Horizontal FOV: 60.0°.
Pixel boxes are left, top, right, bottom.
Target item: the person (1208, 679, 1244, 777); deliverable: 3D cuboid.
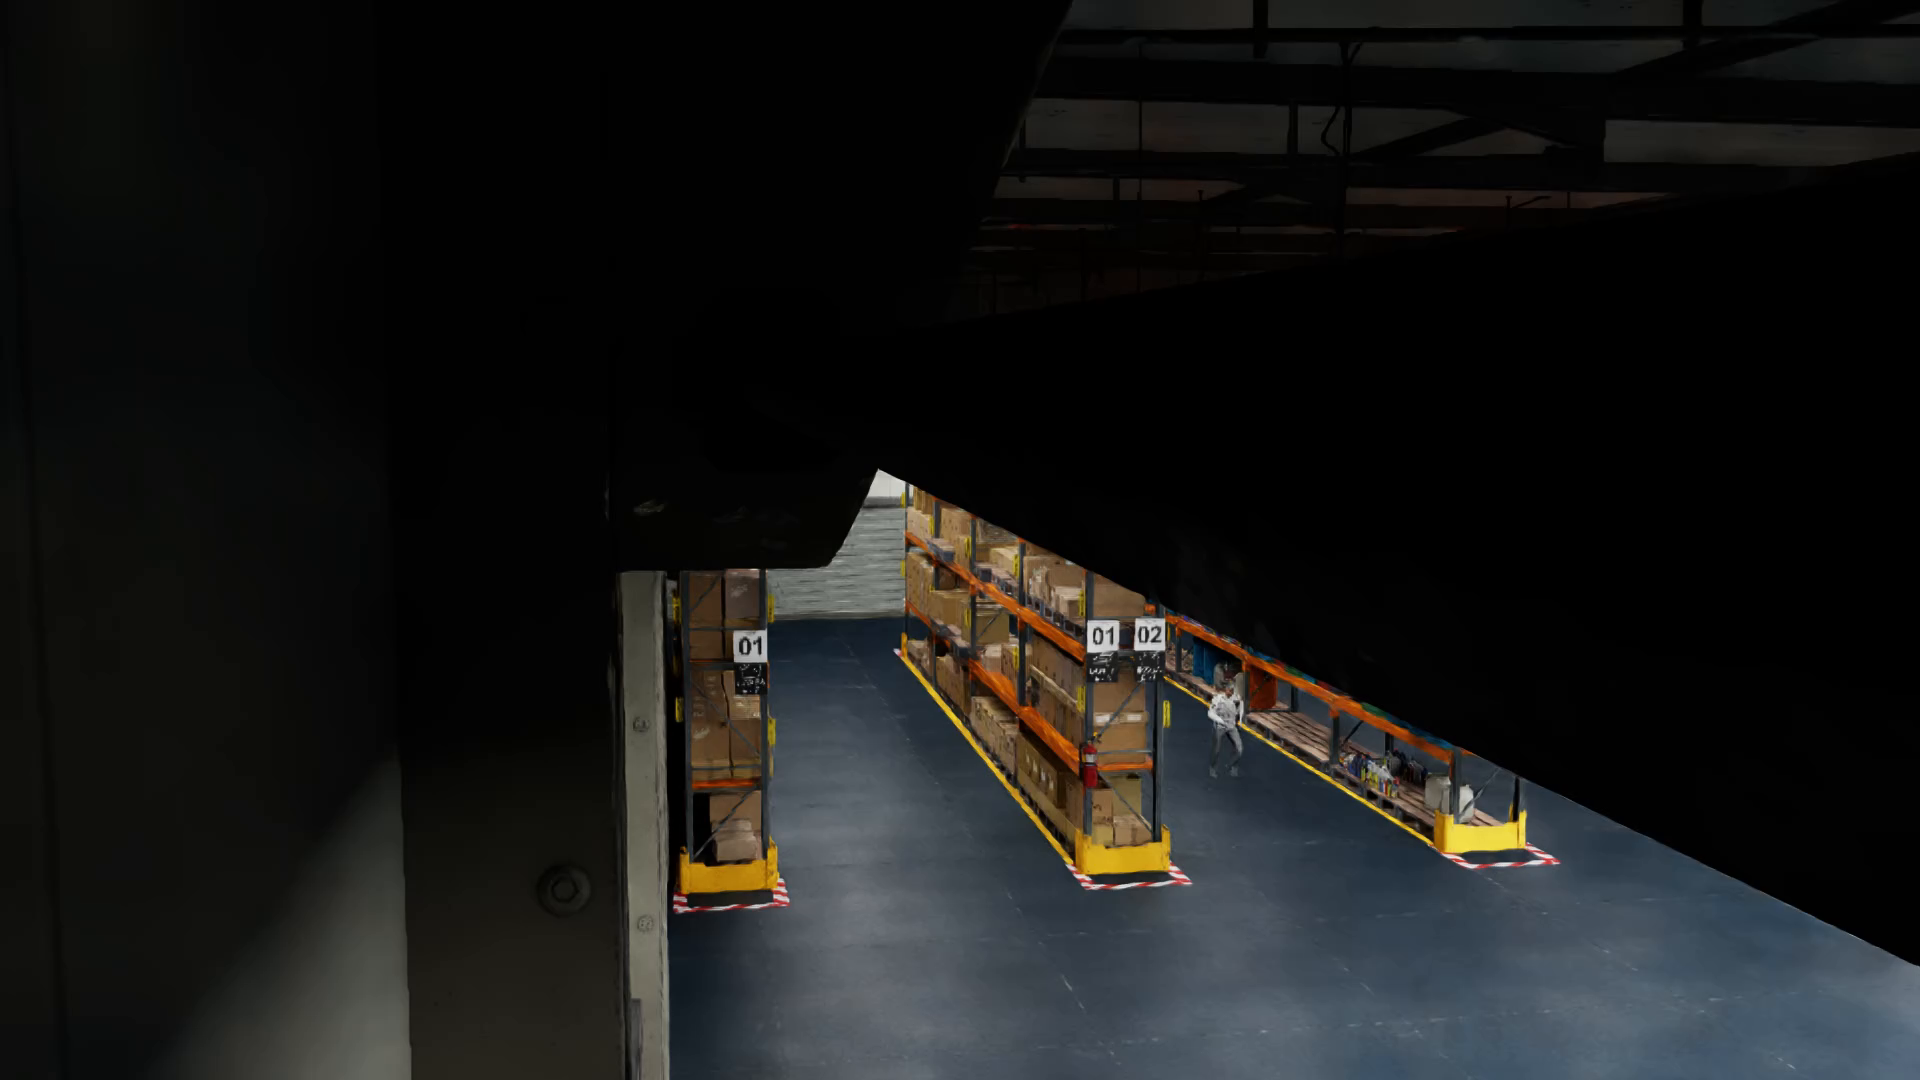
[{"bbox_3d":[4.104,2.888,25.589,0.622,1.607,0.763,-1,6,-5],"label":"person"}]
